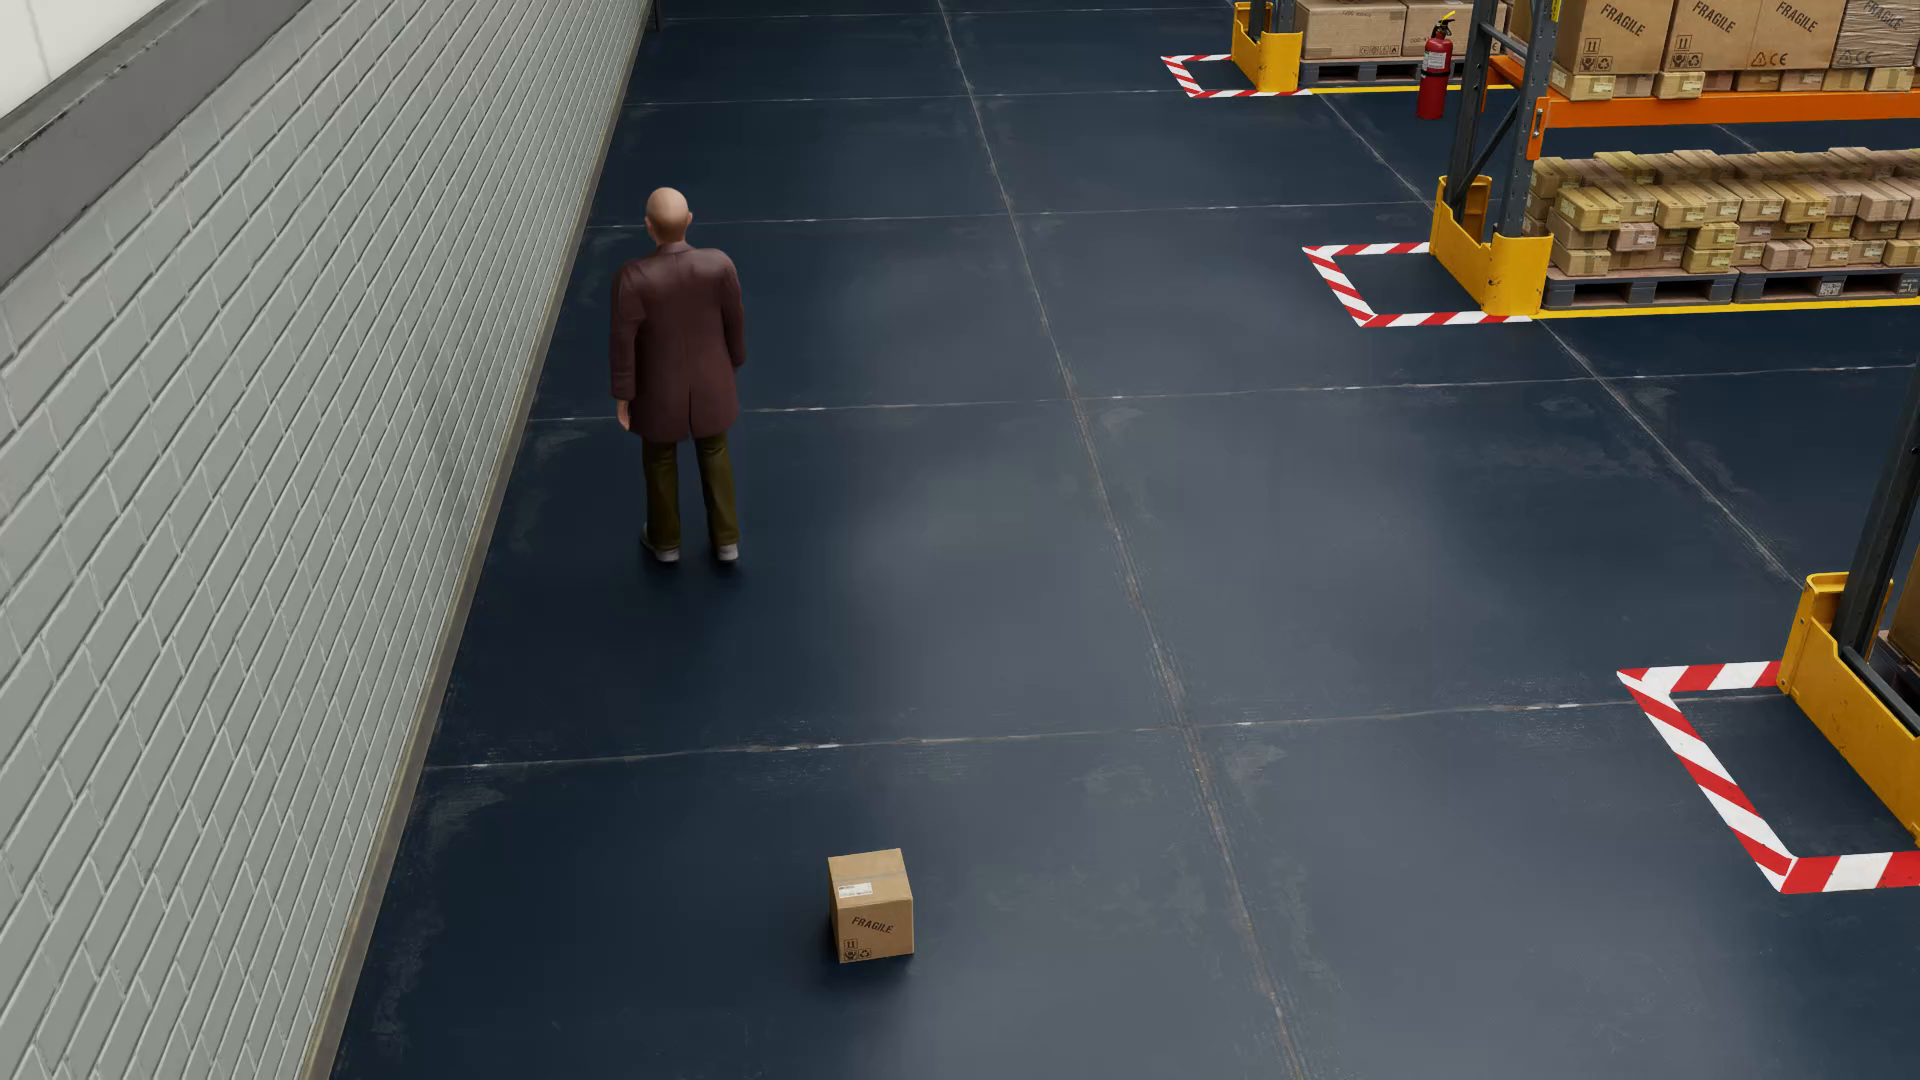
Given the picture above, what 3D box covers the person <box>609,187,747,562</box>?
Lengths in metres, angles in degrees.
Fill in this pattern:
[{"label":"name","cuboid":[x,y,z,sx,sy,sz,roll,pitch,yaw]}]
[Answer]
[{"label":"person","cuboid":[-1.244,-0.719,7.333,0.635,1.791,0.523,-11,32,-18]}]
